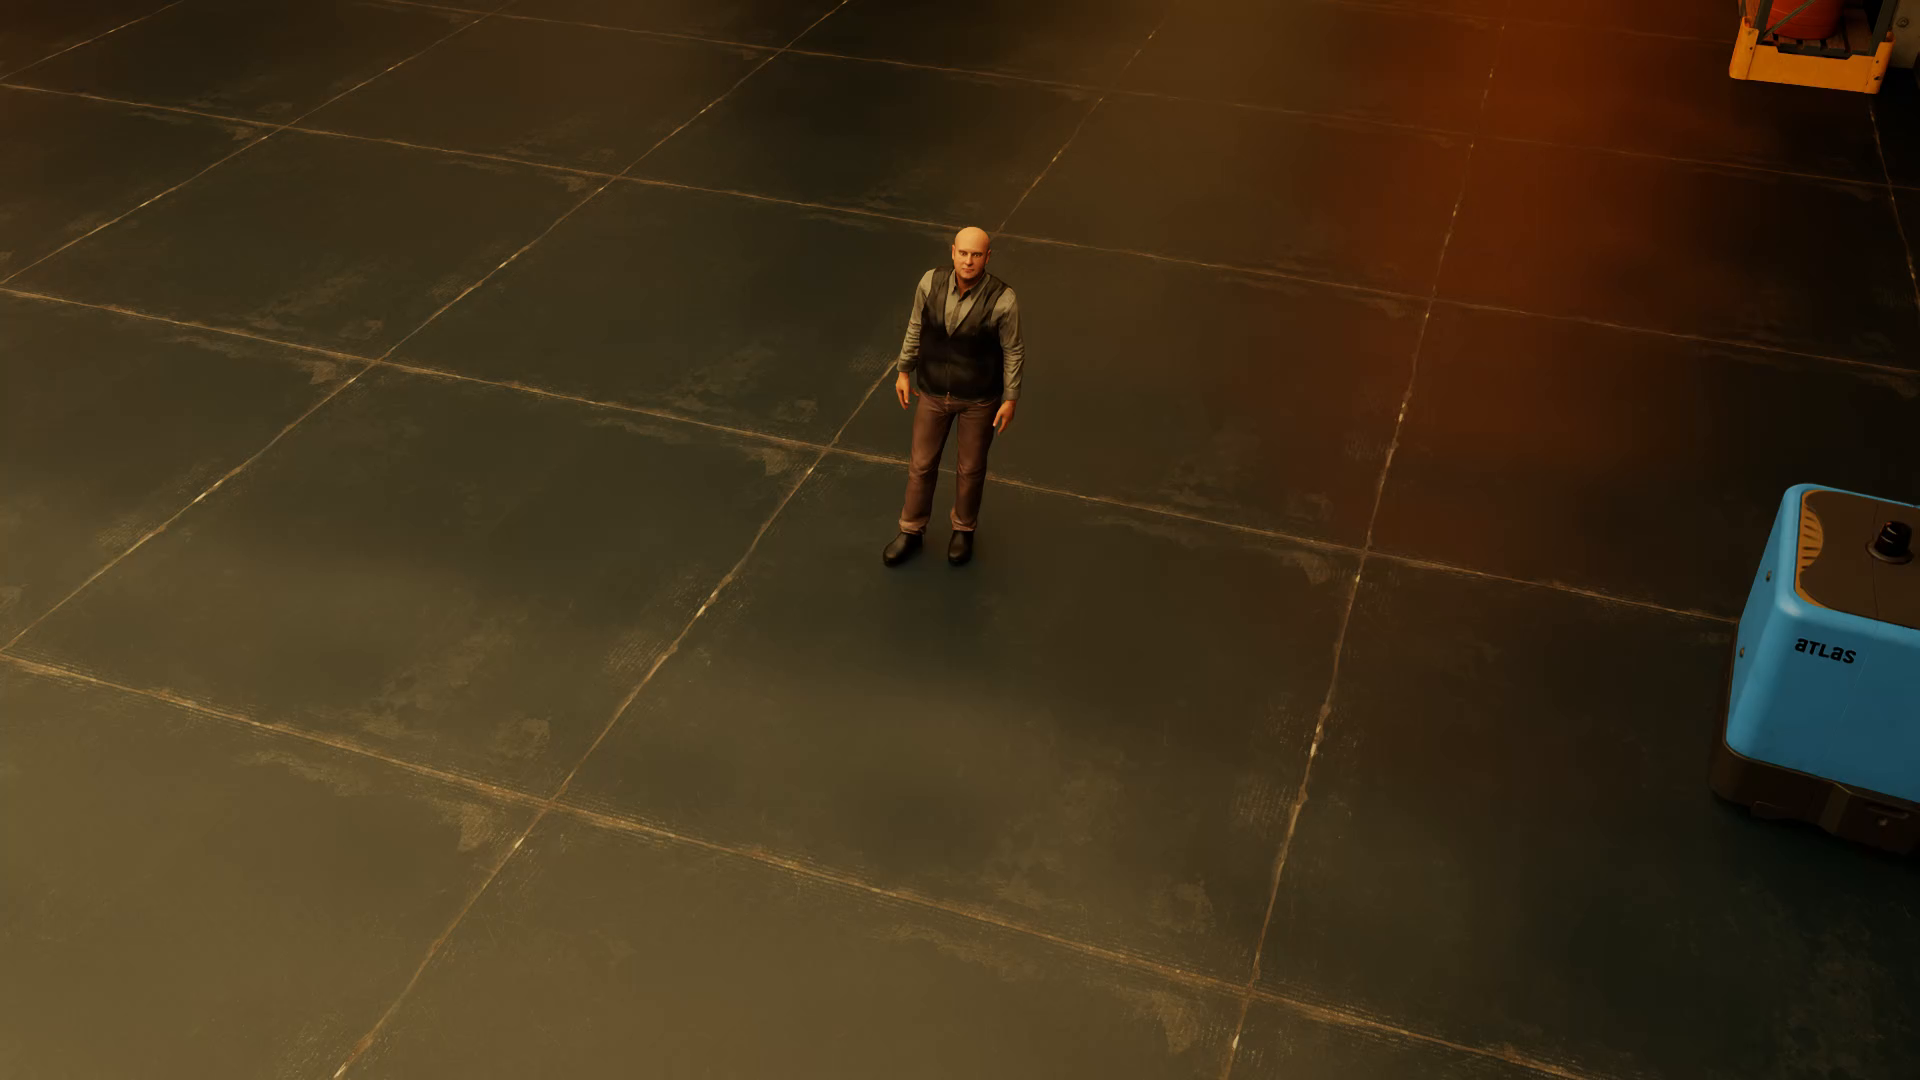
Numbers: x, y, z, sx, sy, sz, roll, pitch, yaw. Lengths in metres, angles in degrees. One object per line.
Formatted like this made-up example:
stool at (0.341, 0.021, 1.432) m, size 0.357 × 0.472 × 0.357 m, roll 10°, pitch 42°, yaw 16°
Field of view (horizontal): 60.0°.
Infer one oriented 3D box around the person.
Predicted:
person at (-0.030, -0.671, 8.090) m, size 0.633 × 1.722 × 0.551 m, roll 12°, pitch 37°, yaw 16°

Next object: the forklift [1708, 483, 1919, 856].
forklift at (4.738, 0.024, 6.077) m, size 3.031 × 2.935 × 1.130 m, roll 15°, pitch 38°, yaw 20°
